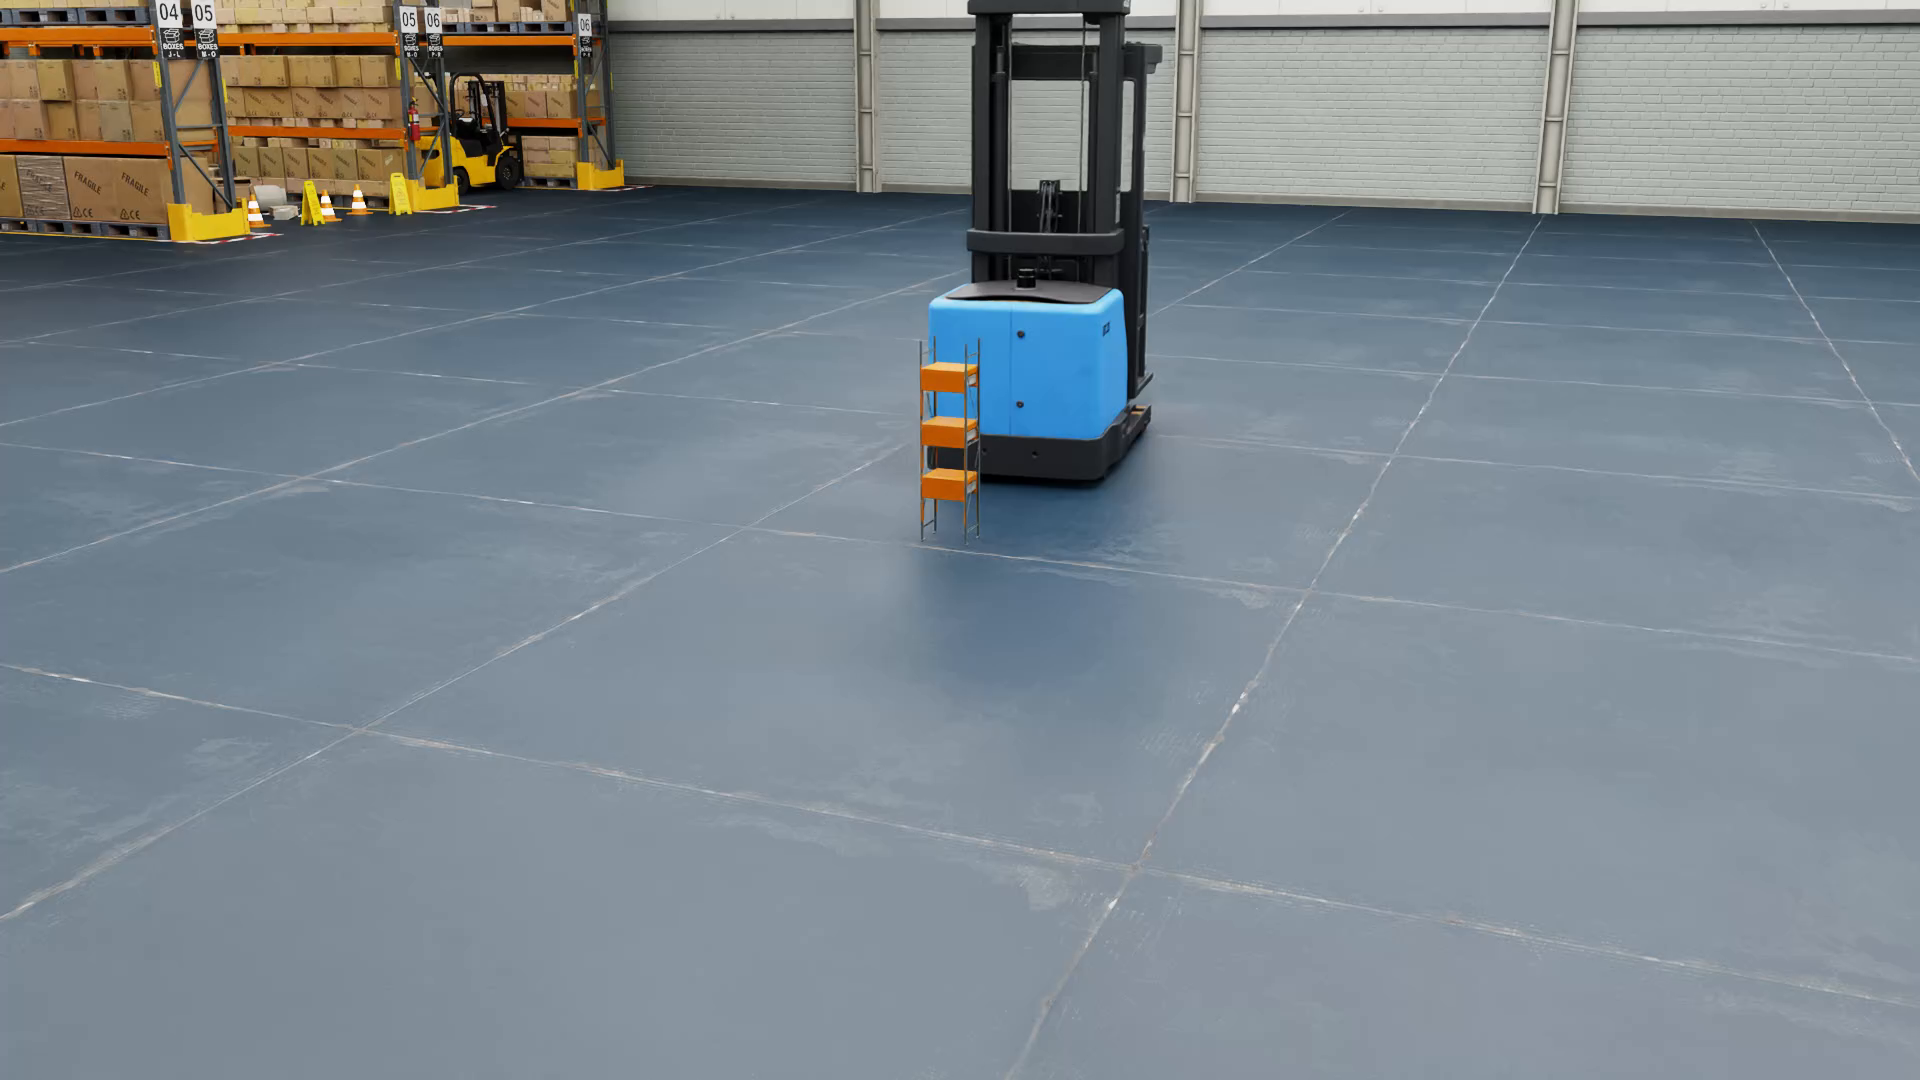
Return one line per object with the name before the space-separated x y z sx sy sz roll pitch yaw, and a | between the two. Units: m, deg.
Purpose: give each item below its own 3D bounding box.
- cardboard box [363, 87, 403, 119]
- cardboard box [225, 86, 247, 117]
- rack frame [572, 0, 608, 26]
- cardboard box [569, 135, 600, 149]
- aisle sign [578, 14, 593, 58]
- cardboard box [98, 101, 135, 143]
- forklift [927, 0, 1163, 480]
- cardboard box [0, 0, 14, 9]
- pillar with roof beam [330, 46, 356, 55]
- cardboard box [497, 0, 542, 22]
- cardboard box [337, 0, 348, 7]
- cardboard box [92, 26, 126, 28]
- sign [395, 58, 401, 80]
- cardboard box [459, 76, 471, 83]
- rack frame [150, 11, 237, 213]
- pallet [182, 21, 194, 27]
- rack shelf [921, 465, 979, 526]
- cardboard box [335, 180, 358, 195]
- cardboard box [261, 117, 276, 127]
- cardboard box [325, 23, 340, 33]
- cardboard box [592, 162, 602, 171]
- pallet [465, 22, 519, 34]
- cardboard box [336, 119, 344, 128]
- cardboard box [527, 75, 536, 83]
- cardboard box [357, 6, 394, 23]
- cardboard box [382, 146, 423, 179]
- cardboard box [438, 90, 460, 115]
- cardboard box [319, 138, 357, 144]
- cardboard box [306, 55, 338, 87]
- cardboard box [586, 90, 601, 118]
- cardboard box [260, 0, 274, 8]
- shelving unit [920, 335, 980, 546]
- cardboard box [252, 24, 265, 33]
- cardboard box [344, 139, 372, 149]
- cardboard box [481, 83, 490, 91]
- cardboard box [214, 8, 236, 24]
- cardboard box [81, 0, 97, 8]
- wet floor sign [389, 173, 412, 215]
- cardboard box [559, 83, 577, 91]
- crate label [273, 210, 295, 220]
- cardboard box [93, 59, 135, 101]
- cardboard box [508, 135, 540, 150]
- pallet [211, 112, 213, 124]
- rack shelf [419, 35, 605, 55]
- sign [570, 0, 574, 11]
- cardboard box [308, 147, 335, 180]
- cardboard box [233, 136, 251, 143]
cardboard box | -9.384 -7.153 27.219 0.500 0.500 0.500 6 17 20
cardboard box | -12.192 -7.461 28.280 0.500 0.500 0.500 6 17 20
rack frame | -6.960 -11.147 30.929 0.127 3.000 1.000 6 17 21
cardboard box | -7.338 -7.725 32.289 0.500 0.250 0.500 6 17 20
aisle sign | -7.007 -9.431 31.117 0.004 0.787 0.394 6 17 21
cardboard box | -11.382 -5.833 23.115 0.550 0.550 0.875 6 17 21
forklift | 0.672 -2.121 10.724 1.130 2.935 3.031 4 17 14
cardboard box | -13.060 -7.434 23.037 0.250 0.149 0.380 6 17 20
pillar with roof beam | -14.438 -10.949 30.248 0.400 9.000 9.100 6 17 21
cardboard box | -8.377 -10.117 31.649 0.500 0.500 0.700 6 17 21
cardboard box | -9.888 -8.736 27.025 0.250 0.149 0.380 6 17 21
cardboard box | -14.791 -9.138 29.204 0.637 0.503 0.797 6 17 21
sign | -9.000 -7.544 26.635 0.005 0.325 0.100 6 17 21
cardboard box | -9.523 -8.968 32.308 0.250 0.149 0.380 6 17 20
rack frame | -10.500 -5.684 22.872 0.127 3.000 1.000 6 17 21
pallet | -13.034 -8.828 28.660 1.003 0.211 1.213 6 17 21
rack shelf | -0.050 -0.233 8.627 0.240 0.259 0.215 6 17 21
cardboard box | -10.108 -5.927 27.889 0.500 0.250 0.500 6 17 21
cardboard box | -11.594 -7.085 28.149 0.250 0.149 0.380 7 18 22
cardboard box | -10.151 -8.371 27.199 0.250 0.149 0.380 6 17 20
cardboard box | -7.345 -7.248 32.438 0.500 0.250 0.500 6 17 21
pallet | -8.747 -9.867 32.060 1.213 0.211 1.003 6 17 21
cardboard box | -10.149 -6.950 27.684 0.250 0.149 0.380 7 17 21
cardboard box | -8.069 -8.832 31.839 0.250 0.149 0.380 6 17 21
cardboard box | -9.353 -8.472 26.830 0.500 0.250 0.500 6 17 20
cardboard box | -9.449 -6.376 28.089 0.500 0.500 0.500 6 17 19
cardboard box | -9.874 -8.561 32.603 0.500 0.500 0.500 7 17 22
cardboard box | -12.590 -7.944 34.165 0.625 0.625 0.875 6 17 18
cardboard box | -10.314 -7.724 27.393 0.500 0.500 0.700 6 17 20
cardboard box | -7.319 -8.436 32.174 0.500 0.500 0.500 7 18 22
cardboard box | -11.347 -8.879 27.517 0.250 0.149 0.380 6 17 19
shelving unit | -0.050 -0.510 8.546 0.252 1.050 0.215 6 17 21
cardboard box | -11.587 -8.538 27.772 0.250 0.149 0.380 7 18 22
cardboard box | -9.985 -6.565 27.578 0.250 0.149 0.380 7 18 22
cardboard box | -9.050 -8.770 32.160 0.250 0.149 0.380 6 17 19
cardboard box | -12.190 -8.782 27.901 0.500 0.250 0.500 6 17 19
cardboard box | -11.642 -7.278 22.500 0.250 0.149 0.380 6 17 21
wet floor sign | -8.994 -5.550 26.635 0.232 0.644 0.267 14 21 40
cardboard box | -7.386 -8.588 31.533 0.250 0.149 0.380 7 17 21
crate label | -10.496 -5.054 25.838 0.298 0.136 0.250 -2 16 -8
cardboard box | -11.377 -6.355 22.977 0.550 0.550 0.875 6 17 21
cardboard box | -8.453 -7.693 32.178 0.500 0.250 0.500 7 17 21
pallet | -13.157 -7.411 29.165 1.213 0.211 1.003 6 17 21
rack shelf | -8.821 -9.565 32.152 4.000 0.370 1.077 6 17 21
sign | -7.172 -9.954 30.755 0.005 0.325 0.100 6 17 21
cardboard box | -10.573 -6.340 27.964 0.500 0.500 0.500 6 17 19
cardboard box | -14.955 -8.382 34.732 0.250 0.149 0.380 5 17 18
